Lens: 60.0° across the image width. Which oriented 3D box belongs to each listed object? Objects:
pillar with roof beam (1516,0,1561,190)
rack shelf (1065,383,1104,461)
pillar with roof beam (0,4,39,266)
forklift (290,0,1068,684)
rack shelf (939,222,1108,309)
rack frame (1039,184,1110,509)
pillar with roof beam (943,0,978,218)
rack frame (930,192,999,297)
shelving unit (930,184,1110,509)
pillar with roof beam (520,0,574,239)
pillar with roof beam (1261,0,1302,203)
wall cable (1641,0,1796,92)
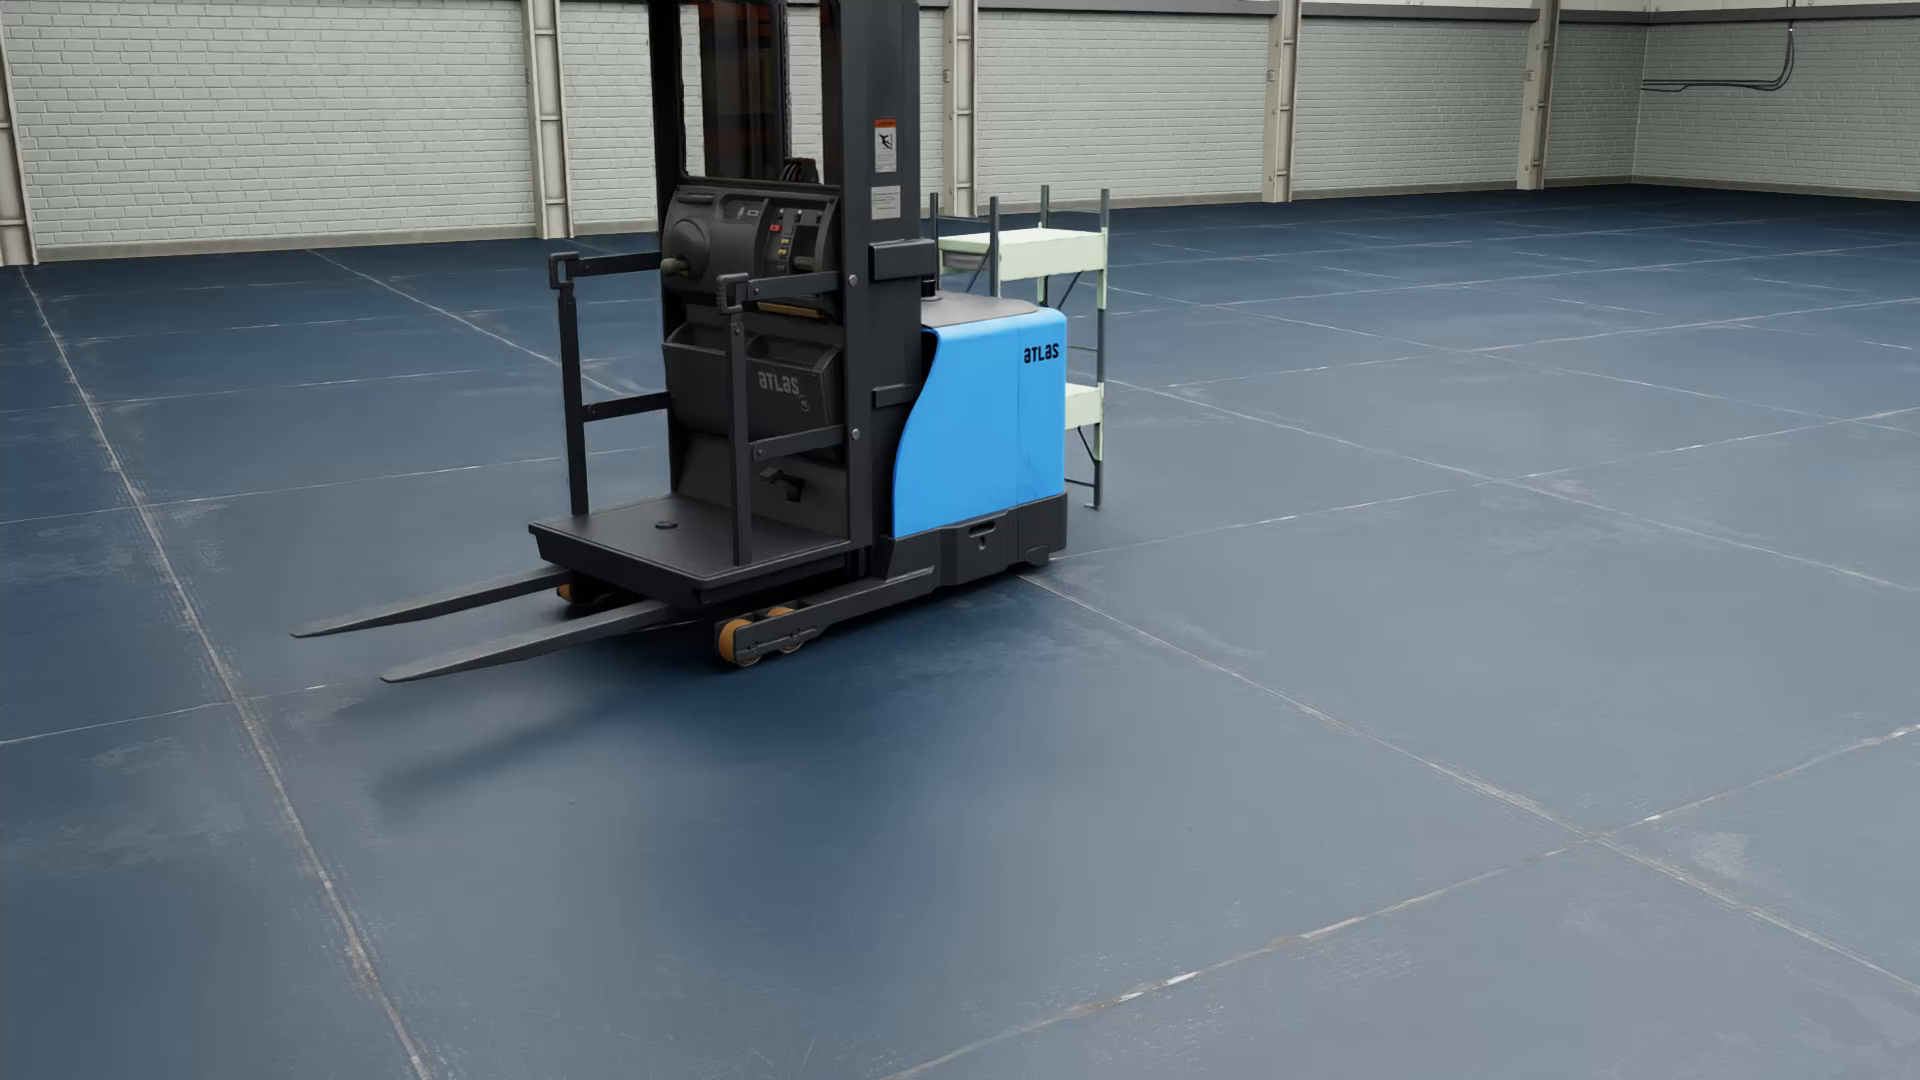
[{"bbox_3d":[12.505,-9.683,25.280,0.400,9.000,9.100,-9,18,-30],"label":"pillar with roof beam"},{"bbox_3d":[0.273,-0.525,7.713,0.431,0.370,0.720,15,21,42],"label":"rack shelf"},{"bbox_3d":[-8.067,-6.347,13.379,0.400,9.000,9.100,-9,18,-30],"label":"pillar with roof beam"},{"bbox_3d":[-0.928,-1.123,5.986,1.130,2.935,3.031,14,21,42],"label":"forklift"},{"bbox_3d":[0.273,-1.215,7.520,0.431,0.370,0.720,15,21,42],"label":"rack shelf"},{"bbox_3d":[0.530,-0.910,7.876,0.400,1.500,0.023,15,21,42],"label":"rack frame"},{"bbox_3d":[2.219,-8.015,19.329,0.400,9.000,9.100,-9,18,-30],"label":"pillar with roof beam"},{"bbox_3d":[0.016,-0.769,7.374,0.400,1.500,0.023,15,21,42],"label":"rack frame"},{"bbox_3d":[0.273,-0.839,7.625,0.431,1.500,0.755,15,21,42],"label":"shelving unit"},{"bbox_3d":[-2.924,-7.181,16.354,0.400,9.000,9.100,-9,18,-30],"label":"pillar with roof beam"},{"bbox_3d":[7.362,-8.849,22.305,0.400,9.000,9.100,-9,18,-30],"label":"pillar with roof beam"},{"bbox_3d":[13.494,-9.287,29.622,0.112,2.526,3.097,-9,18,-30],"label":"wall cable"}]
